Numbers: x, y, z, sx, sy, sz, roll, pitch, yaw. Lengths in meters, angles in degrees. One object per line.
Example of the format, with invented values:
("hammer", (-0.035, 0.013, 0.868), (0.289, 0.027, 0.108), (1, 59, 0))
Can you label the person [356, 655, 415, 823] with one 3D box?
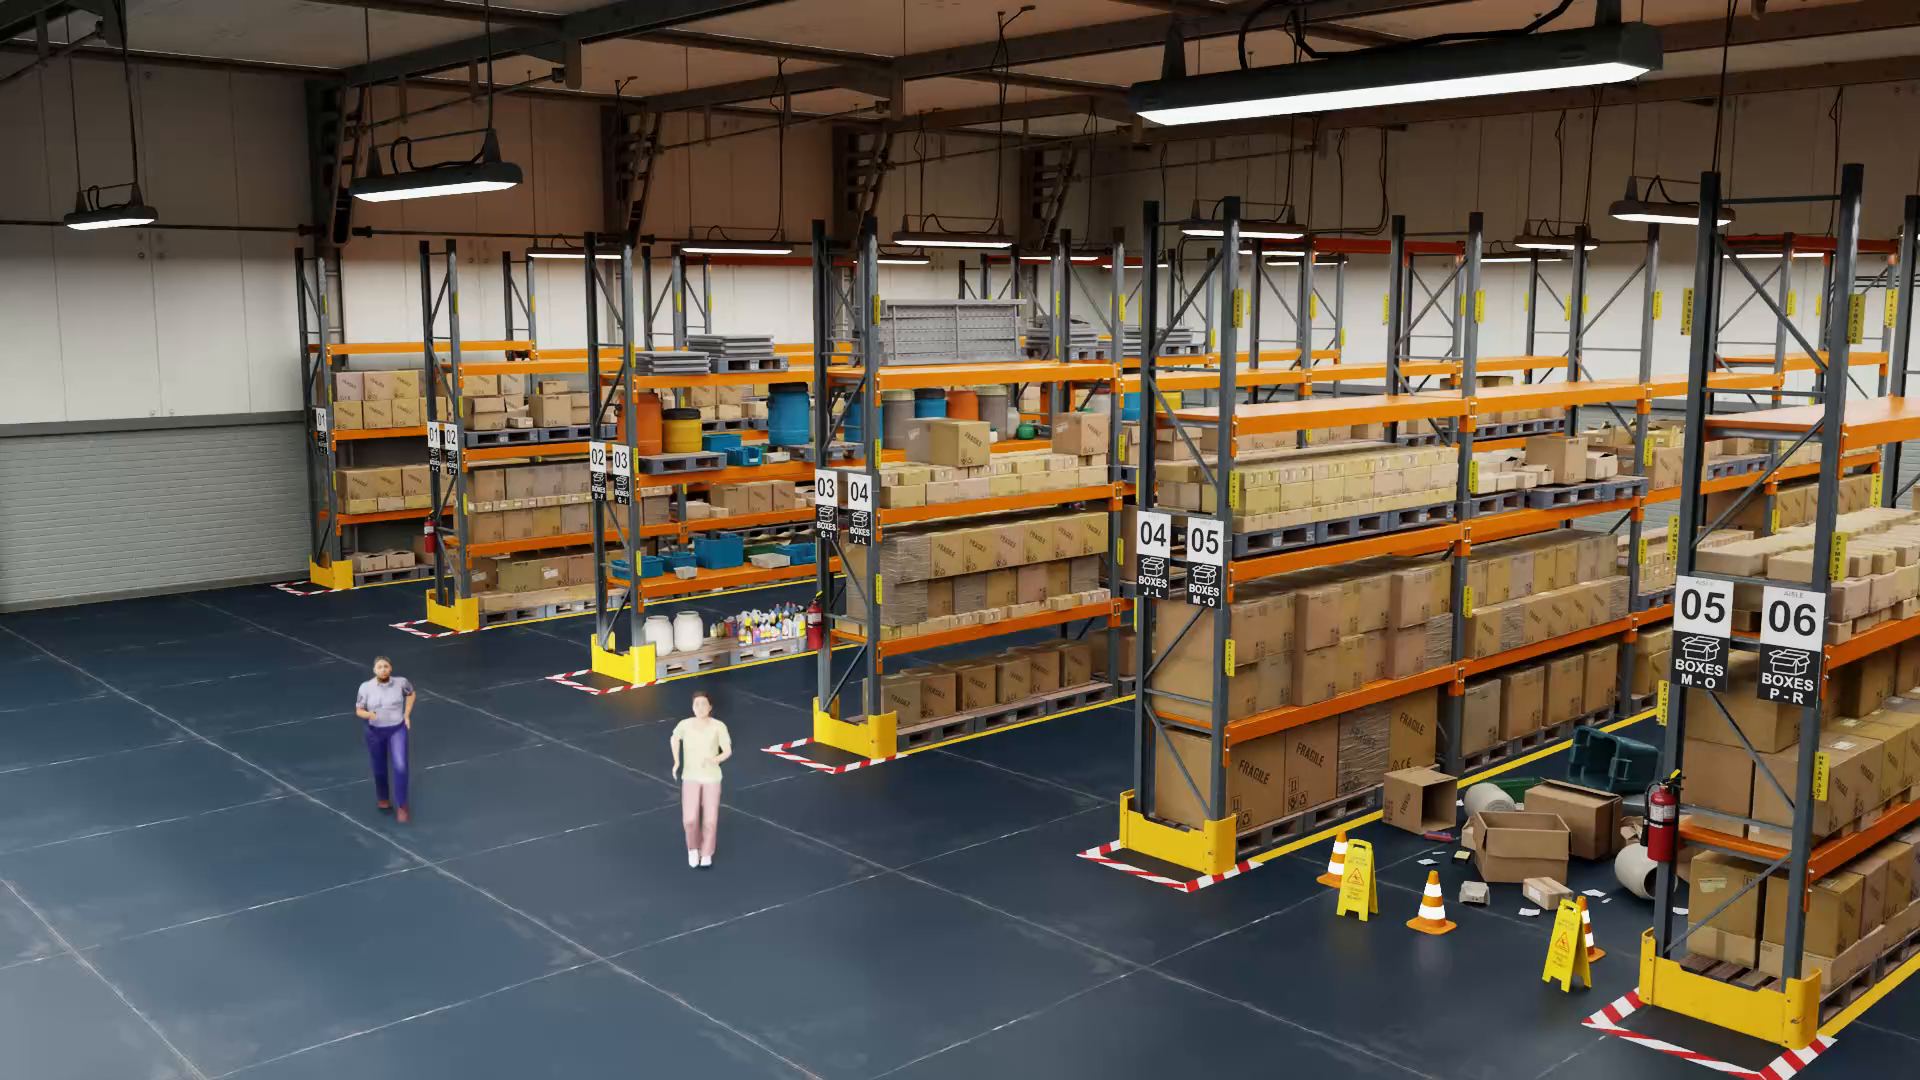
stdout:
("person", (-5.675, 1.972, 16.476), (0.554, 1.675, 0.759), (-3, 9, -17))

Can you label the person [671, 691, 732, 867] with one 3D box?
("person", (-2.326, 2.172, 14.946), (0.560, 1.622, 0.613), (-1, 8, -5))

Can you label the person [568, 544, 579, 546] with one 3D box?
("person", (-6.887, -0.096, 29.905), (0.710, 1.747, 0.968), (7, 11, 41))
